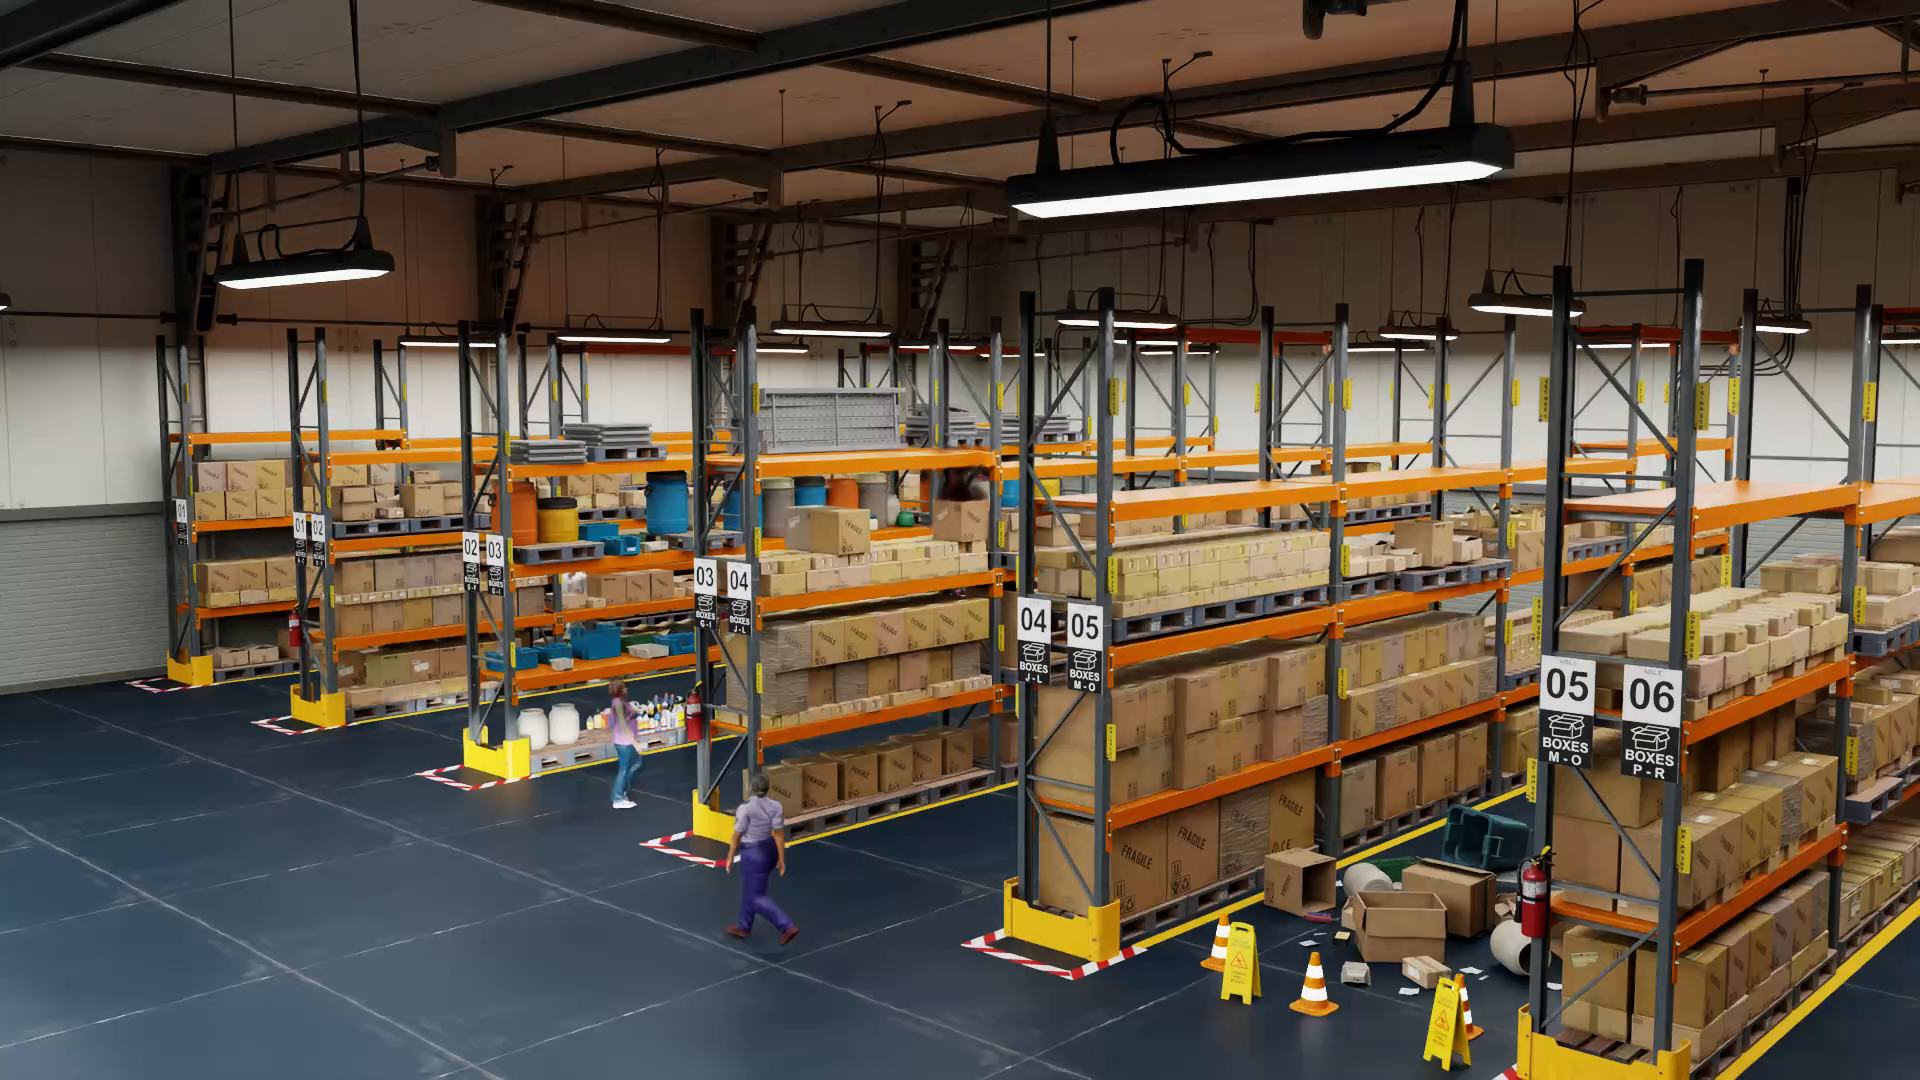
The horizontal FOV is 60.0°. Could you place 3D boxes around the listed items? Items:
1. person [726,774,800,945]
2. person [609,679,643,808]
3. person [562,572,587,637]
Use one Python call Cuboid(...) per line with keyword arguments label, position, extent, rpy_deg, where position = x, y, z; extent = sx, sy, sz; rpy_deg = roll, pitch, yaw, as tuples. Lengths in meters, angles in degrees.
Cuboid(label="person", position=(-1.854, 2.928, 15.302), extent=(0.900, 1.604, 0.464), rpy_deg=(2, 6, 22))
Cuboid(label="person", position=(-4.043, 2.471, 20.184), extent=(0.420, 1.593, 0.438), rpy_deg=(-2, 6, -19))
Cuboid(label="person", position=(-7.578, 1.243, 32.244), extent=(0.531, 1.722, 1.078), rpy_deg=(4, 7, 35))
